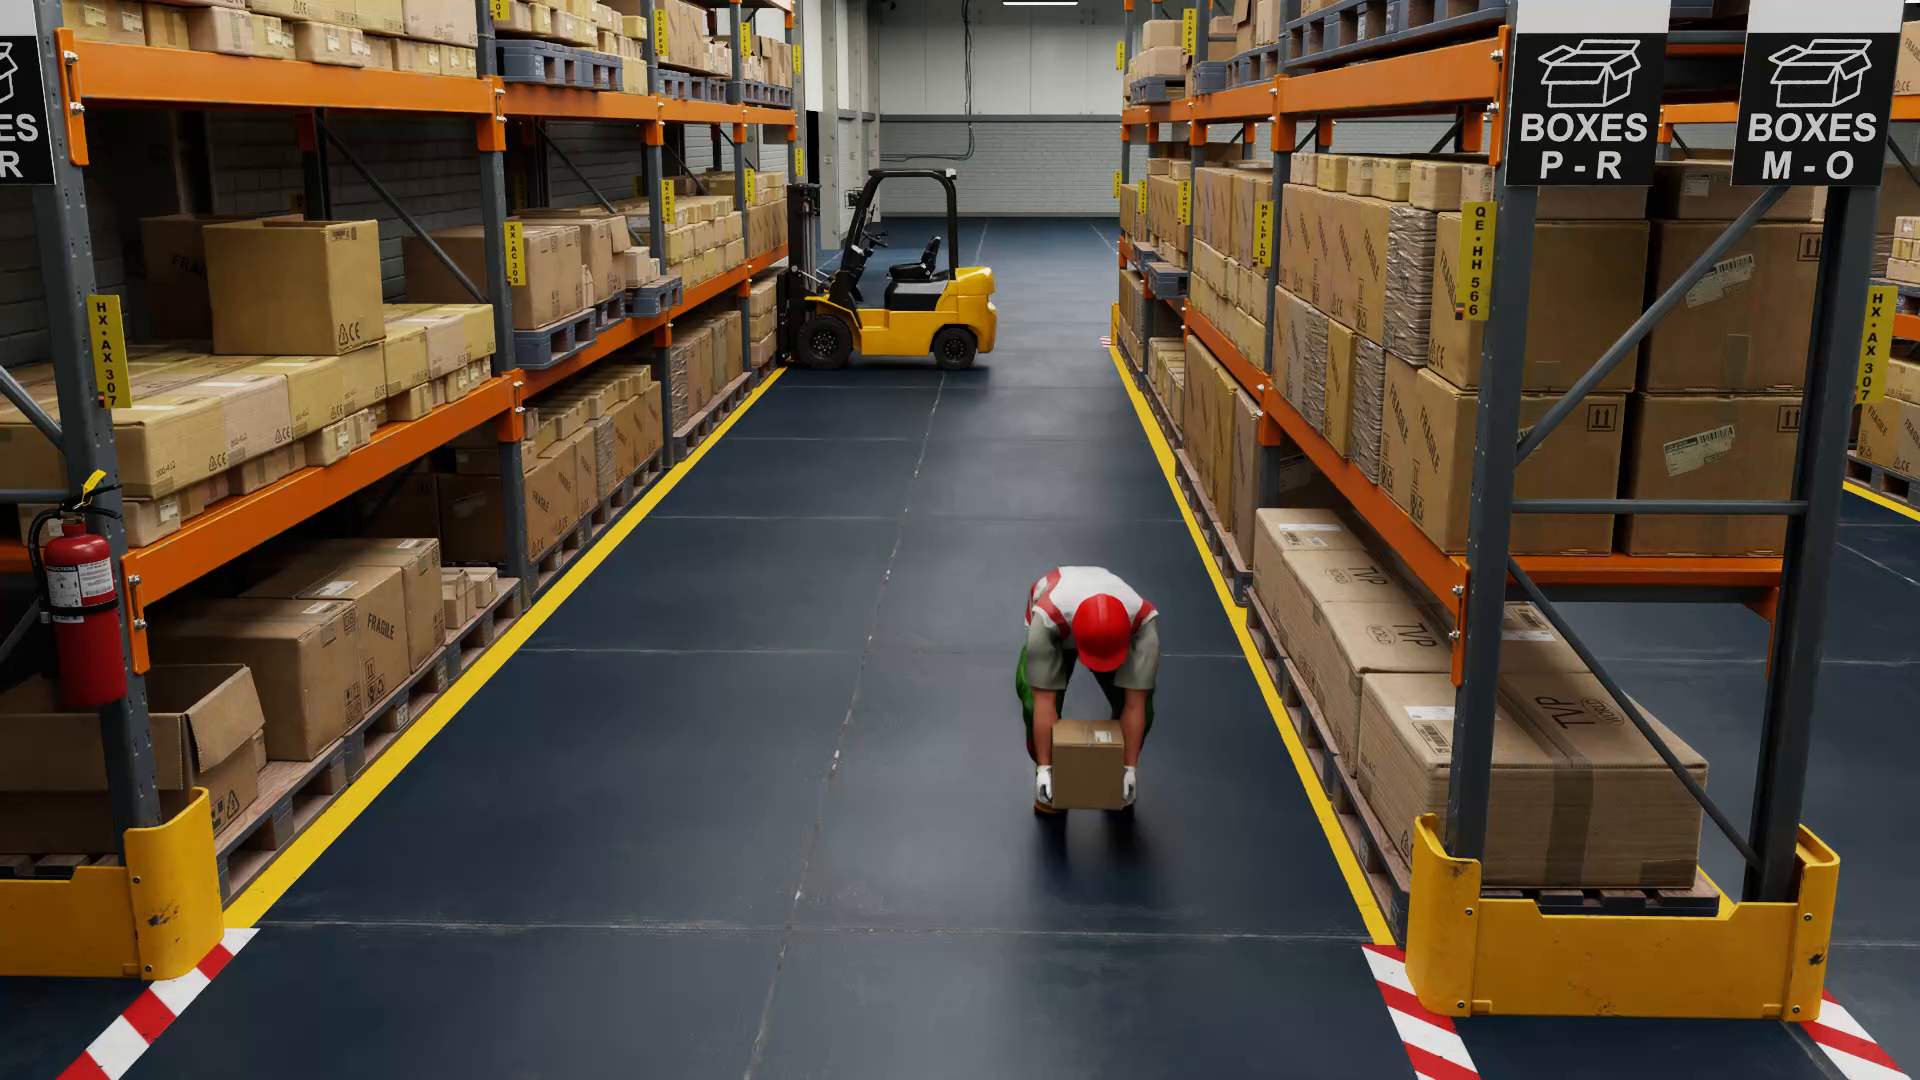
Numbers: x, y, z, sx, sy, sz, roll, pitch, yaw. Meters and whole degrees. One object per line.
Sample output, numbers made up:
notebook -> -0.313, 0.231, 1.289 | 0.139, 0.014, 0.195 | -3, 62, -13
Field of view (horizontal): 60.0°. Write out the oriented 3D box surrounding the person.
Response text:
person -> 0.480, 0.581, 6.253 | 0.530, 0.990, 0.953 | 0, 14, -1
